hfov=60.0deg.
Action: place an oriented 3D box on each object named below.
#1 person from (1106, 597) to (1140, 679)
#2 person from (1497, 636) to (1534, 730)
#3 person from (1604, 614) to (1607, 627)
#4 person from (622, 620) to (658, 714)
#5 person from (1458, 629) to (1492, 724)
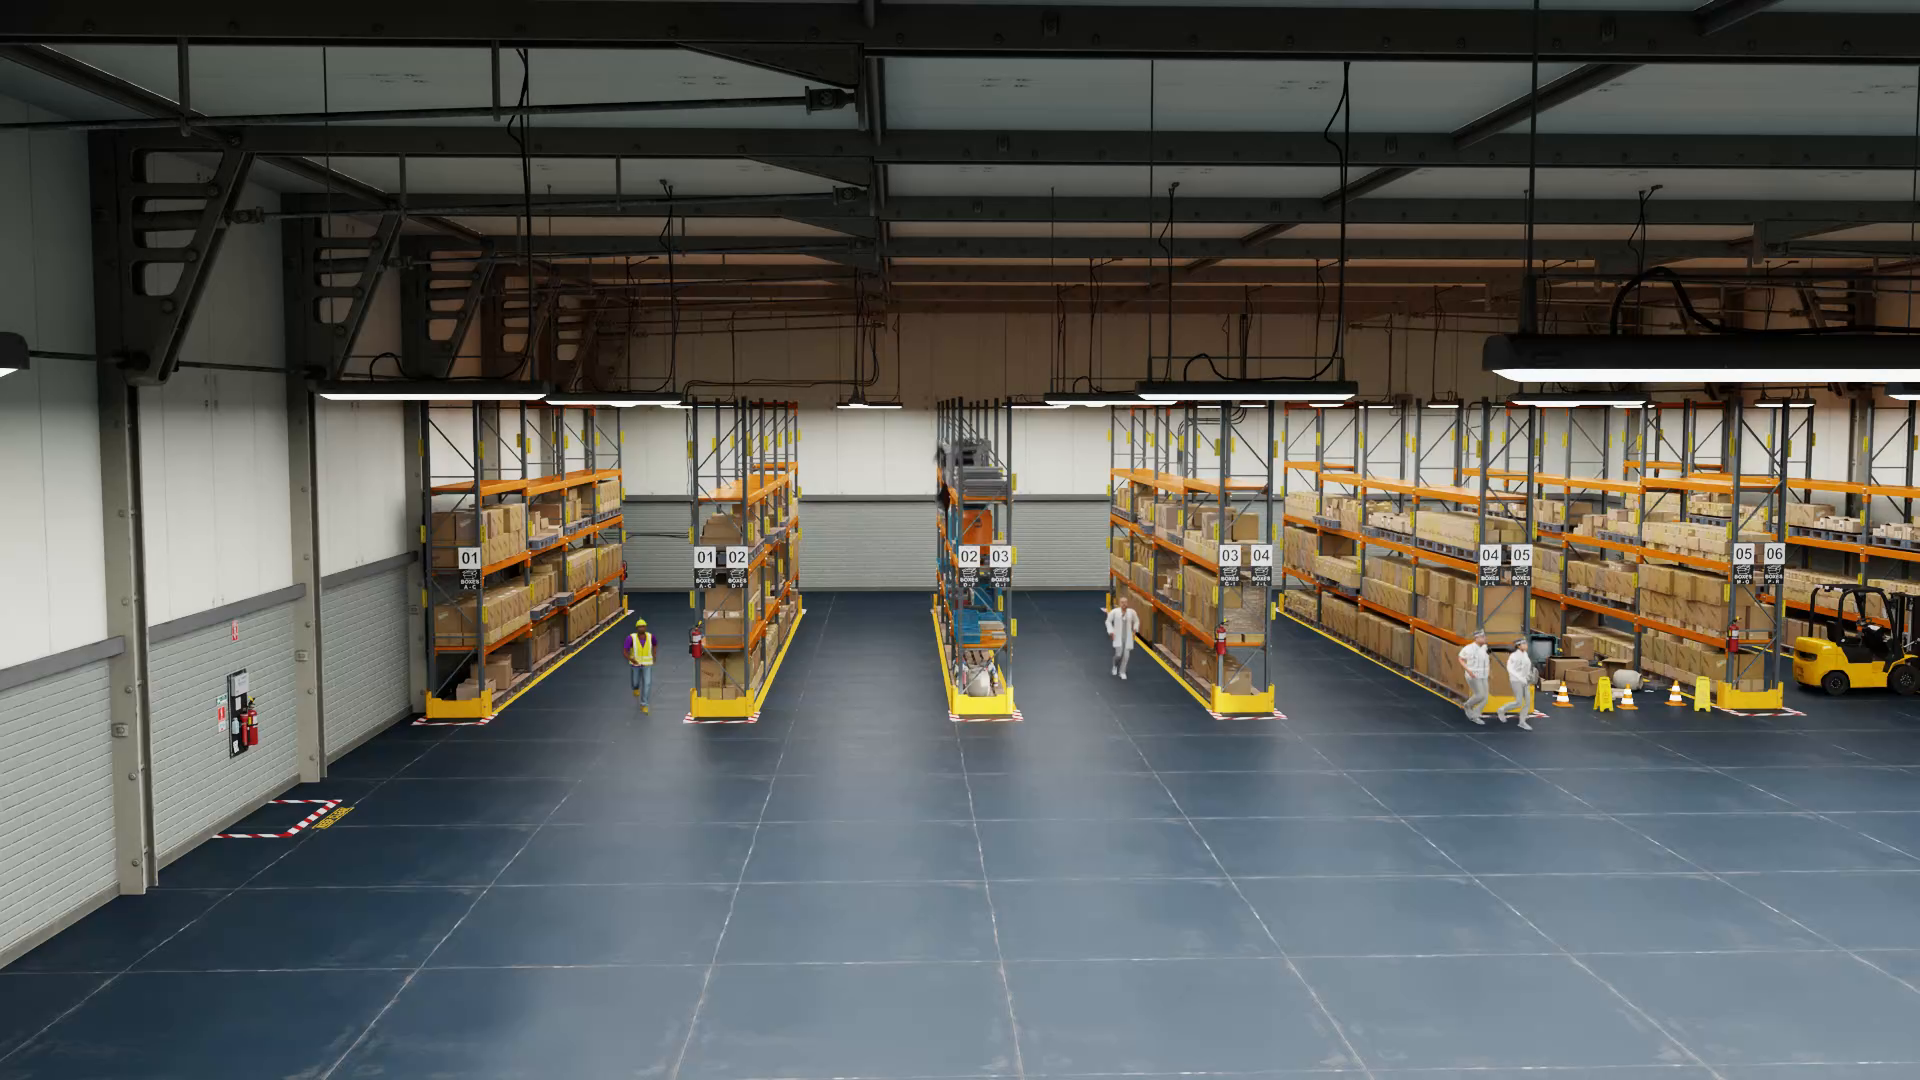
[{"bbox_3d":[3.510,2.100,35.692,0.726,1.747,0.633,-1,4,-6],"label":"person"},{"bbox_3d":[10.111,2.568,30.153,0.644,1.686,0.672,-4,6,-39],"label":"person"},{"bbox_3d":[16.703,1.561,43.134,0.584,1.659,0.739,0,4,-4],"label":"person"},{"bbox_3d":[-6.135,2.406,31.925,0.671,1.757,1.093,-1,5,-13],"label":"person"},{"bbox_3d":[9.527,2.504,30.542,0.693,1.751,0.524,-2,5,-26],"label":"person"}]
